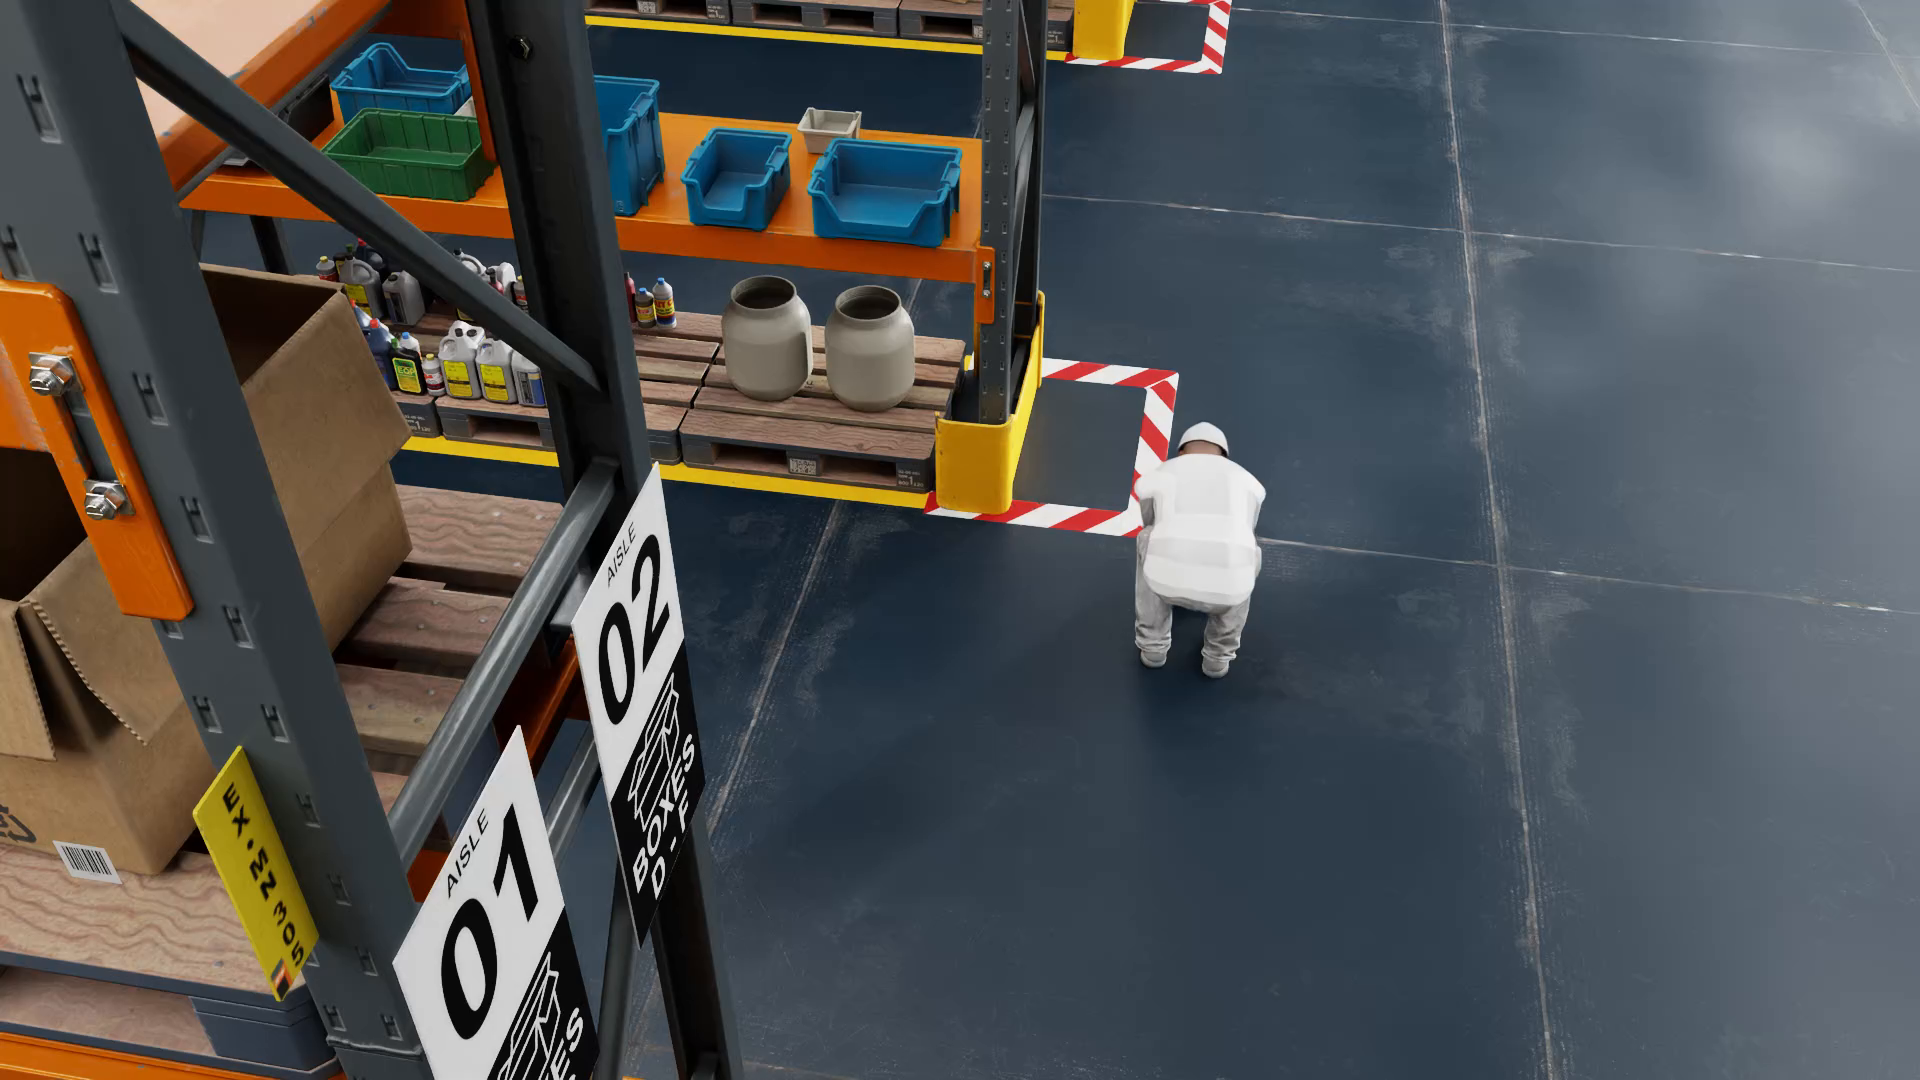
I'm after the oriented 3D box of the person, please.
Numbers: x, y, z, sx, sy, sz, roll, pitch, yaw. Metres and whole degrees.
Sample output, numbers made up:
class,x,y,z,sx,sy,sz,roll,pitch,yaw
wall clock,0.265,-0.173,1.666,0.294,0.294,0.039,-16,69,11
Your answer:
class,x,y,z,sx,sy,sz,roll,pitch,yaw
person,0.963,0.055,6.849,0.550,0.830,0.989,7,41,8
